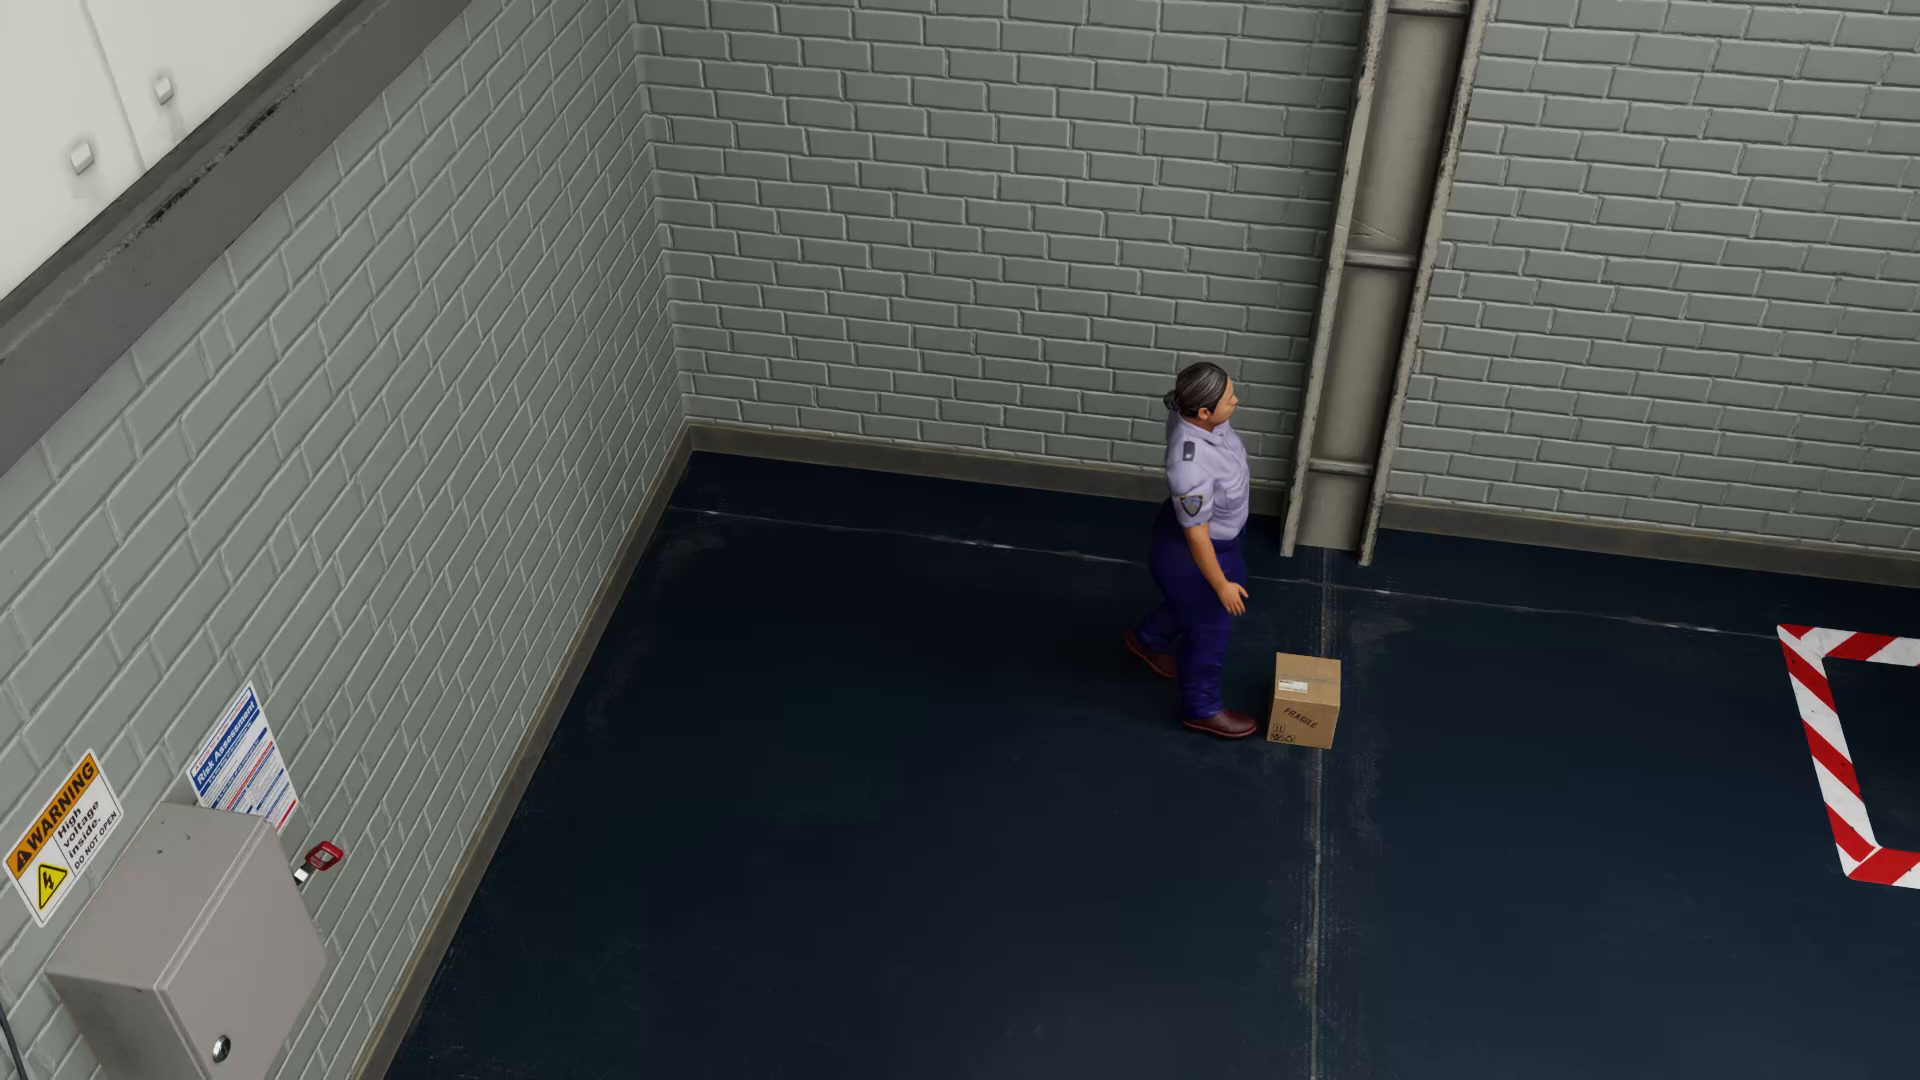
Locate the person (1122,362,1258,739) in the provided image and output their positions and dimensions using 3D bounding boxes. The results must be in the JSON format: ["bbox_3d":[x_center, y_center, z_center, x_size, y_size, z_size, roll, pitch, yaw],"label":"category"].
[{"bbox_3d":[0.913,0.039,6.099,0.543,1.643,0.497,6,41,7],"label":"person"}]
